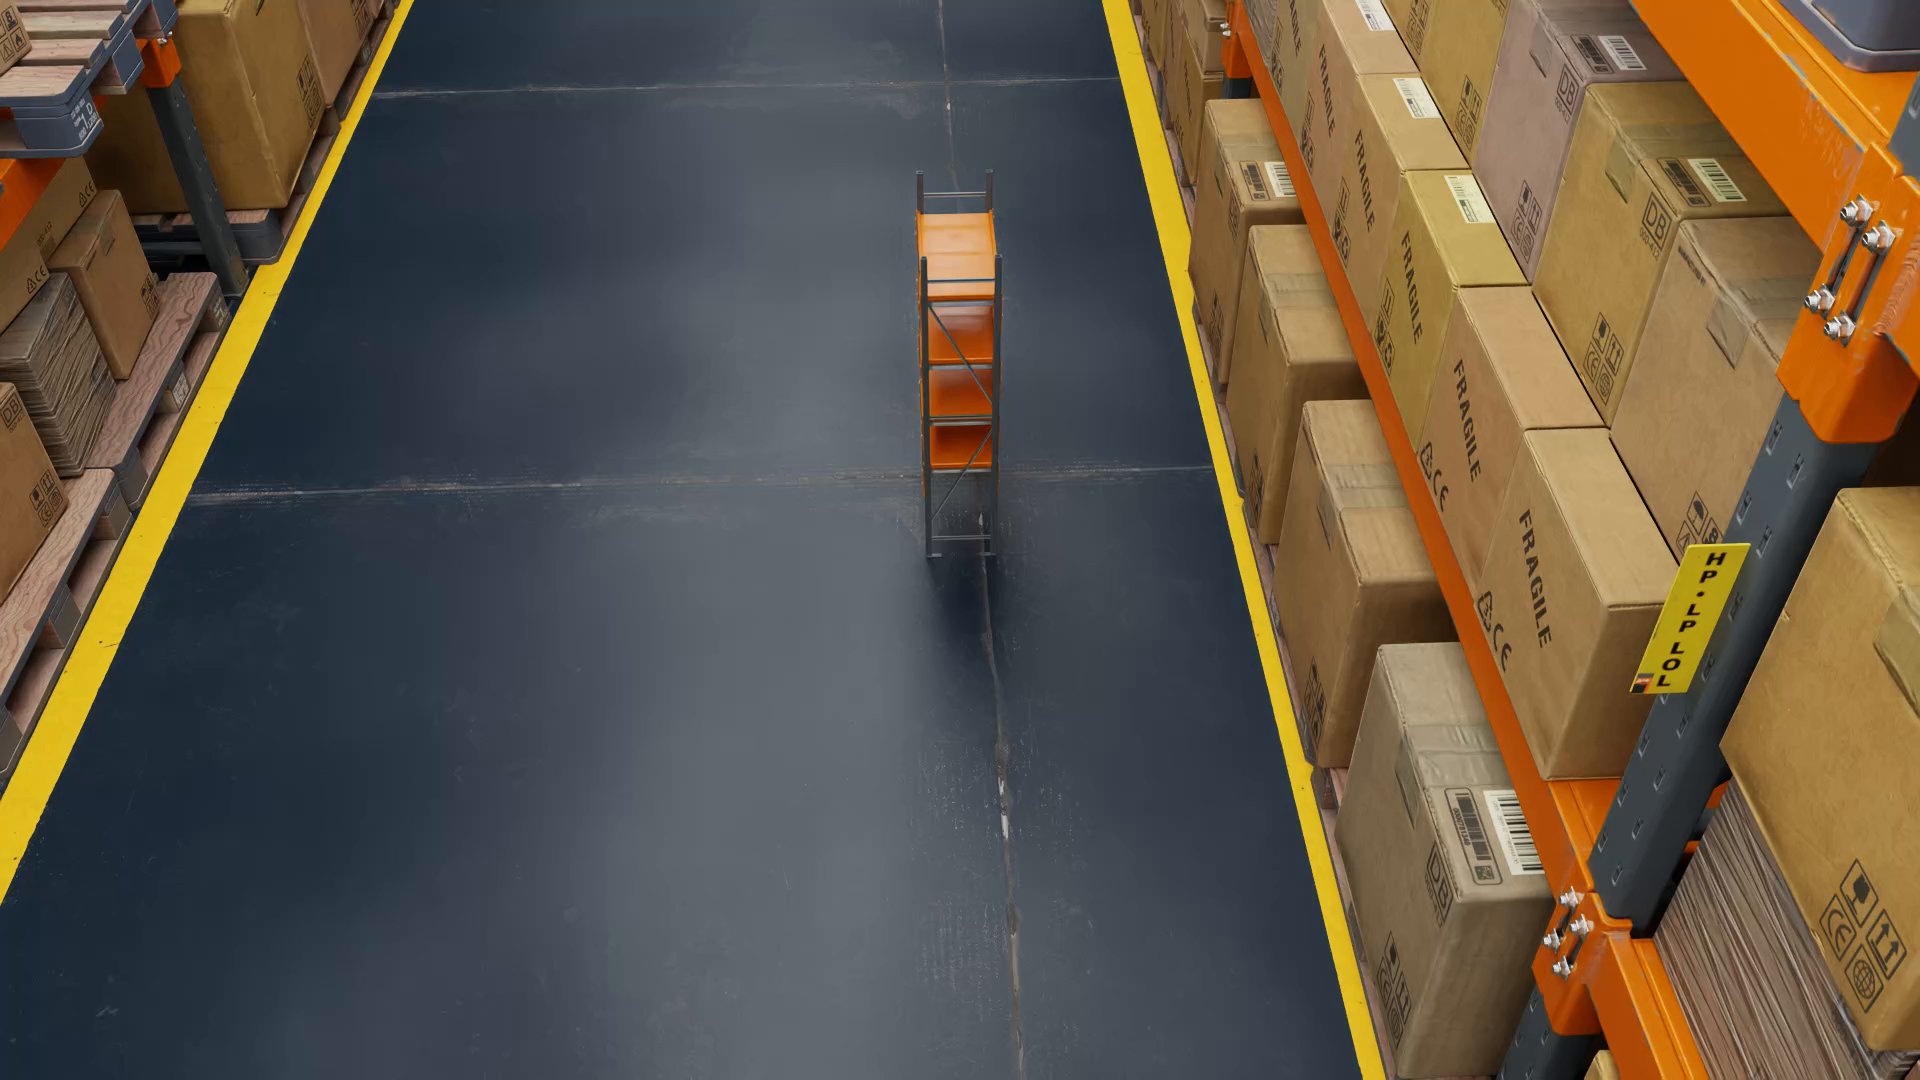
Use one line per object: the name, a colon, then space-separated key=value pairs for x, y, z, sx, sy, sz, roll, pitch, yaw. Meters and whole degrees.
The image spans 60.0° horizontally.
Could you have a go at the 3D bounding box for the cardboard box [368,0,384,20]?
cardboard box: x=-3.534 y=-3.161 z=8.240 sx=1.225 sy=0.875 sz=0.875 roll=-3 pitch=43 yaw=-3

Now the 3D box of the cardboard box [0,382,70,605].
cardboard box: x=-3.335 y=-0.156 z=5.224 sx=0.700 sy=0.500 sz=0.500 roll=2 pitch=43 yaw=2

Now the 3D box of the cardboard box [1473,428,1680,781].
cardboard box: x=1.390 y=0.121 z=3.324 sx=0.500 sy=0.500 sz=0.500 roll=-2 pitch=43 yaw=-2

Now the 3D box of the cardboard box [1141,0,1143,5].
cardboard box: x=1.166 y=-2.914 z=8.249 sx=0.500 sy=0.500 sz=0.500 roll=-1 pitch=43 yaw=-1

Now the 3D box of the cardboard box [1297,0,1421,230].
cardboard box: x=1.304 y=-1.240 z=4.809 sx=0.500 sy=0.500 sz=0.500 roll=-2 pitch=43 yaw=-2

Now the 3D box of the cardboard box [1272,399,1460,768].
cardboard box: x=1.526 y=0.109 z=4.765 sx=1.050 sy=0.750 sz=0.750 roll=-2 pitch=43 yaw=-2

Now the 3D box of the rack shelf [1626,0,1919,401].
rack shelf: x=1.594 y=-1.688 z=3.684 sx=1.077 sy=0.370 sz=4.000 roll=-2 pitch=43 yaw=-2

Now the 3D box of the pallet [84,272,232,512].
pallet: x=-3.419 y=-0.568 z=6.213 sx=1.003 sy=0.211 sz=1.213 roll=-2 pitch=43 yaw=-2

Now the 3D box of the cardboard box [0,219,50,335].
cardboard box: x=-3.359 y=-0.831 z=5.406 sx=0.500 sy=0.250 sz=0.500 roll=3 pitch=43 yaw=3

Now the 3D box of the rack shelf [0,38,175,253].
rack shelf: x=-3.365 y=-0.508 z=4.617 sx=1.077 sy=0.370 sz=4.000 roll=-2 pitch=43 yaw=-2

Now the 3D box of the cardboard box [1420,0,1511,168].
cardboard box: x=1.587 y=-1.267 z=4.098 sx=0.700 sy=0.500 sz=0.500 roll=-2 pitch=43 yaw=-2

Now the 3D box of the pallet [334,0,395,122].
pallet: x=-3.457 y=-2.452 z=8.268 sx=1.003 sy=0.211 sz=1.213 roll=-2 pitch=43 yaw=-2

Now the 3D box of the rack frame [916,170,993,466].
rack frame: x=-0.017 y=-0.719 z=5.646 sx=0.240 sy=1.200 sz=0.015 roll=-2 pitch=43 yaw=-2

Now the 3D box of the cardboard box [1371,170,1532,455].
cardboard box: x=1.347 y=-0.561 z=4.068 sx=0.500 sy=0.500 sz=0.500 roll=-1 pitch=43 yaw=-1

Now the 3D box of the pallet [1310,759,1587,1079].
pallet: x=1.571 y=1.012 z=4.490 sx=1.003 sy=0.211 sz=1.213 roll=-2 pitch=43 yaw=-2

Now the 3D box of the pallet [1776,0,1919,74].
pallet: x=1.591 y=-1.150 z=2.706 sx=0.805 sy=0.209 sz=1.217 roll=-3 pitch=43 yaw=-4

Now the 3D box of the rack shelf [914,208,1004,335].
rack shelf: x=-0.007 y=-0.844 z=5.201 sx=0.258 sy=0.148 sz=0.480 roll=-2 pitch=43 yaw=-2

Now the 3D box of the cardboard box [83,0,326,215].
cardboard box: x=-3.459 y=-1.962 z=6.932 sx=1.225 sy=0.875 sz=0.875 roll=-3 pitch=43 yaw=-4

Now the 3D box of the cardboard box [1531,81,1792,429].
cardboard box: x=1.629 y=-0.585 z=3.354 sx=0.700 sy=0.500 sz=0.500 roll=-2 pitch=43 yaw=-2

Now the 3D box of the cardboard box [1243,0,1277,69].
cardboard box: x=1.259 y=-1.924 z=5.555 sx=0.500 sy=0.500 sz=0.500 roll=-1 pitch=43 yaw=-1

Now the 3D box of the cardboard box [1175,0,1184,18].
cardboard box: x=1.186 y=-2.502 z=7.244 sx=0.500 sy=0.250 sz=0.500 roll=-1 pitch=43 yaw=-1

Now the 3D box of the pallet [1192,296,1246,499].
pallet: x=1.468 y=-0.635 z=6.287 sx=1.003 sy=0.211 sz=1.213 roll=-2 pitch=43 yaw=-2

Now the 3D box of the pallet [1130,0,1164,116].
pallet: x=1.429 y=-2.519 z=8.342 sx=1.003 sy=0.211 sz=1.213 roll=-2 pitch=43 yaw=-2

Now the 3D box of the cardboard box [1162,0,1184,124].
cardboard box: x=1.202 y=-2.218 z=7.489 sx=0.500 sy=0.500 sz=0.500 roll=0 pitch=43 yaw=0

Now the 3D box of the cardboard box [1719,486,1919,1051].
cardboard box: x=1.661 y=0.300 z=2.293 sx=0.875 sy=0.550 sz=0.550 roll=-2 pitch=43 yaw=-2

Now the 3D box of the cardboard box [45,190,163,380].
cardboard box: x=-3.402 y=-0.912 z=6.050 sx=0.700 sy=0.500 sz=0.500 roll=-4 pitch=43 yaw=-4

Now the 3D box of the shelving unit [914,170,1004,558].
shelving unit: x=-0.007 y=-0.554 z=5.466 sx=0.258 sy=1.200 sz=0.503 roll=-2 pitch=43 yaw=-2

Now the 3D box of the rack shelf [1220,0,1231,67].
rack shelf: x=1.425 y=-3.283 z=7.644 sx=1.077 sy=0.370 sz=4.000 roll=-2 pitch=43 yaw=-2

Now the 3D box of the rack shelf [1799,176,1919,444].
rack shelf: x=1.764 y=1.012 z=0.738 sx=1.077 sy=0.370 sz=4.000 roll=-2 pitch=43 yaw=-2

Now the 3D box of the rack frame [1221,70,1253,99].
rack frame: x=1.510 y=-2.198 z=5.928 sx=1.000 sy=3.000 sz=0.127 roll=-2 pitch=43 yaw=-2

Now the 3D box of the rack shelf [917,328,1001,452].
rack shelf: x=-0.007 y=-0.504 z=5.512 sx=0.258 sy=0.148 sz=0.480 roll=-2 pitch=43 yaw=-2

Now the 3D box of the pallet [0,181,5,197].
pallet: x=-3.325 y=-0.718 z=4.455 sx=1.003 sy=0.211 sz=1.213 roll=-2 pitch=43 yaw=-2

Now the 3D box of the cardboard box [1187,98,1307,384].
cardboard box: x=1.446 y=-1.109 z=6.095 sx=1.050 sy=0.750 sz=0.750 roll=-2 pitch=43 yaw=-2
